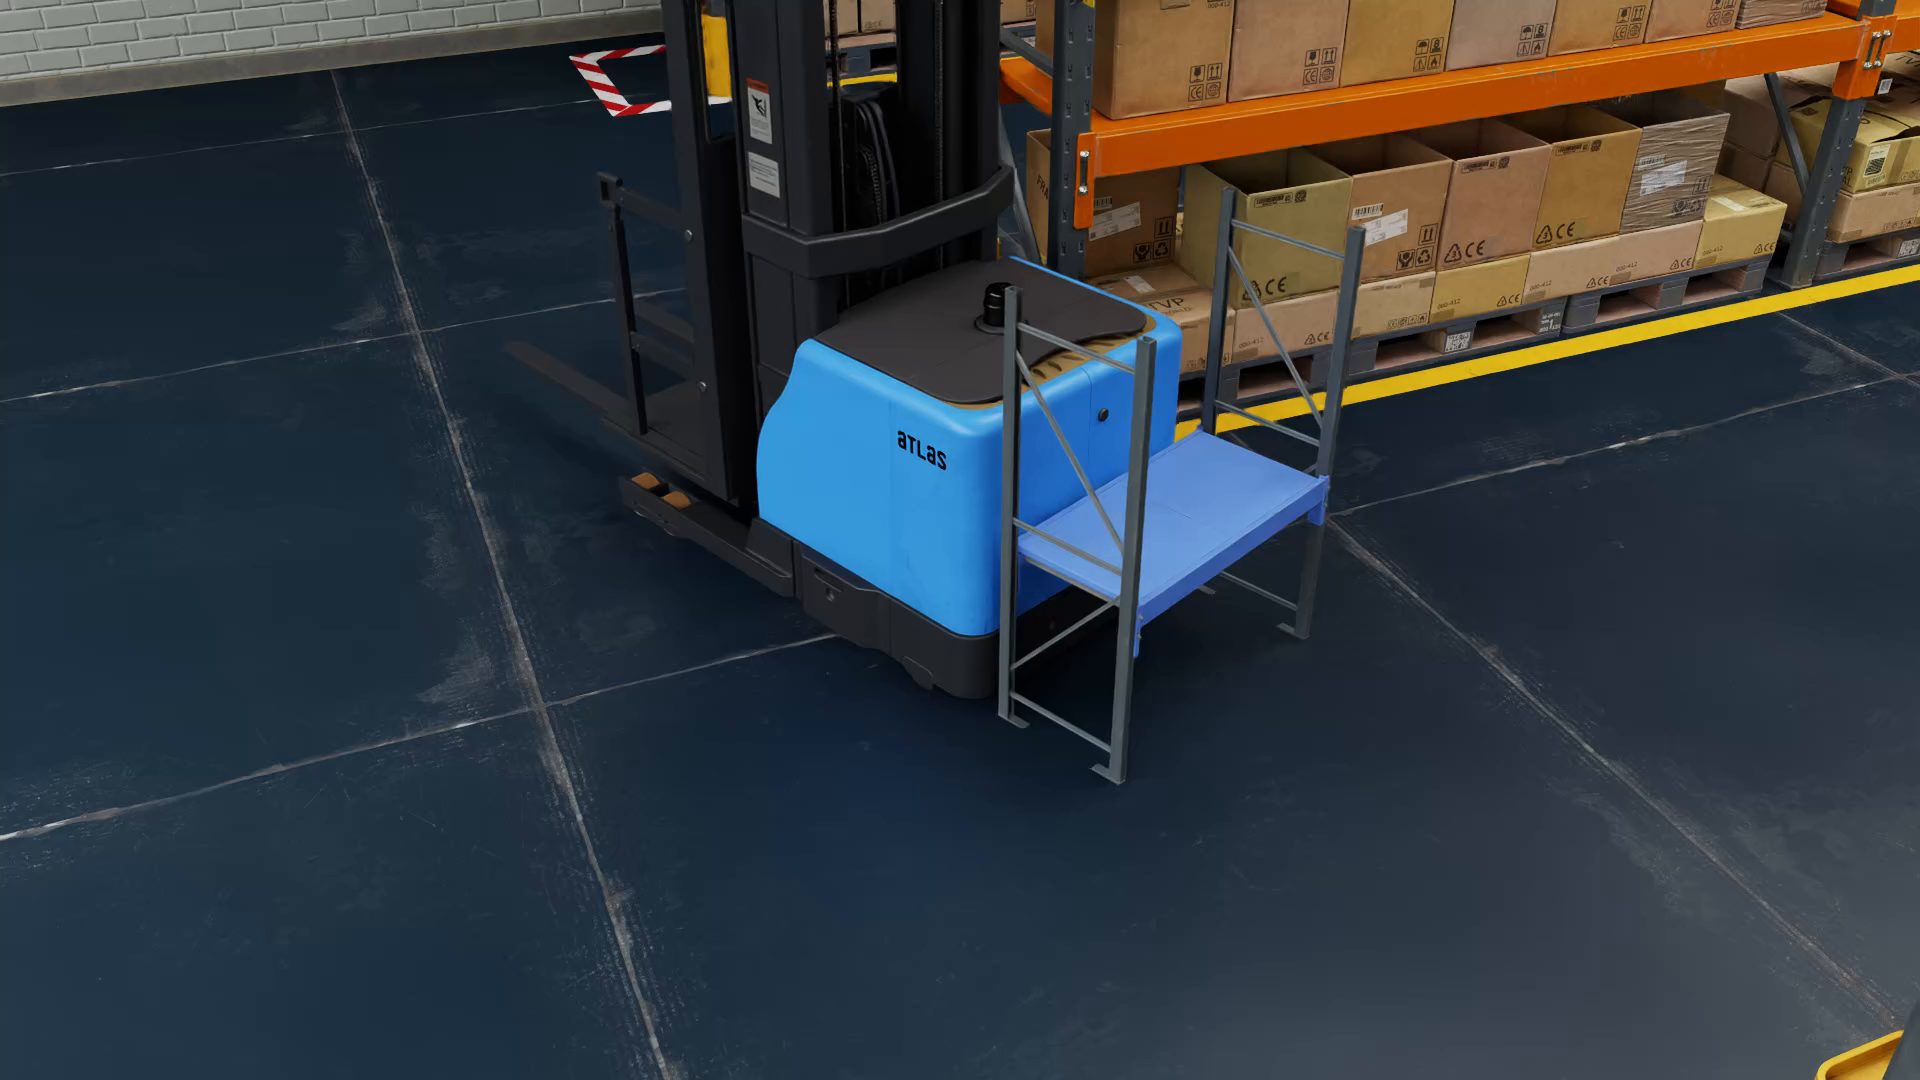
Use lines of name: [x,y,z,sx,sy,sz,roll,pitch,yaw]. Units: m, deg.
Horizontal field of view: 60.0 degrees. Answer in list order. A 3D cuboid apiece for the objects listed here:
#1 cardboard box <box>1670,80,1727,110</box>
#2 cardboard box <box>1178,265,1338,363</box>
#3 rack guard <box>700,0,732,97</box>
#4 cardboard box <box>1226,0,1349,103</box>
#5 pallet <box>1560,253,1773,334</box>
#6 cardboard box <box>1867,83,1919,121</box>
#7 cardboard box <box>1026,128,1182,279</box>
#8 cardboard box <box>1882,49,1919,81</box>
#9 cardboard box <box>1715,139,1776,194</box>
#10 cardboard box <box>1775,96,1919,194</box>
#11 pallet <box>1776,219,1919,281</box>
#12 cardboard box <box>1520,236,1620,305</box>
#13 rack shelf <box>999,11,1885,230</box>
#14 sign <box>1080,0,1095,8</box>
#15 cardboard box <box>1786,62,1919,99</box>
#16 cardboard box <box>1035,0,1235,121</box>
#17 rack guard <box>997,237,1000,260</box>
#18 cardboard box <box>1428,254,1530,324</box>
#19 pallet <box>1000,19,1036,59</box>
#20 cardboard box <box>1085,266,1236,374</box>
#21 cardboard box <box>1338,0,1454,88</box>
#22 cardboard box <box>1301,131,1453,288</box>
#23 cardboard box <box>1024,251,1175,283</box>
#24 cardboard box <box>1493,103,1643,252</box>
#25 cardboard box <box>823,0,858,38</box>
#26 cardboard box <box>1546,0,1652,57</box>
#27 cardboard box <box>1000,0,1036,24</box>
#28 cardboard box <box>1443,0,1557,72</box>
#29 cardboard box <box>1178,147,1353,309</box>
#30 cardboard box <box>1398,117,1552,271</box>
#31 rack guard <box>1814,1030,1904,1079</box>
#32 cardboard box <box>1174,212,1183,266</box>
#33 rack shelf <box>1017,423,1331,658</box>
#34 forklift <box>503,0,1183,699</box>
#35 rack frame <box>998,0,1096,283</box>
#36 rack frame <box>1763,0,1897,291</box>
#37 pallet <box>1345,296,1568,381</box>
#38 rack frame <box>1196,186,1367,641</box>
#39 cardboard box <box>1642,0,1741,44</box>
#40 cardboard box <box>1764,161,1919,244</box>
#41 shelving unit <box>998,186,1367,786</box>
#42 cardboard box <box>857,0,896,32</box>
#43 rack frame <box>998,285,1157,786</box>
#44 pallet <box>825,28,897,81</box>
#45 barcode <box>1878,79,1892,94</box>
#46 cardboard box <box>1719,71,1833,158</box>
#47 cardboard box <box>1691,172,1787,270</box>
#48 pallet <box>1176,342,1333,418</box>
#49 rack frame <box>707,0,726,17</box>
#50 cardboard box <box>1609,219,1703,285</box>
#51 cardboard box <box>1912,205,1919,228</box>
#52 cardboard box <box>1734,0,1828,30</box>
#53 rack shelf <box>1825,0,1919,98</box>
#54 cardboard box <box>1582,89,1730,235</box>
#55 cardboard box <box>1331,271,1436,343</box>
cardboard box: [3.374,-2.132,8.225,0.500,0.500,0.500,-13,35,-19]
cardboard box: [1.275,-1.022,7.207,0.500,0.250,0.500,-13,35,-19]
rack guard: [-1.616,-3.349,10.938,0.348,0.500,1.175,-13,35,-19]
cardboard box: [1.152,-2.137,6.693,0.500,0.500,0.700,-12,35,-18]
pallet: [3.173,-1.419,8.237,1.213,0.211,1.003,-13,35,-19]
cardboard box: [4.864,-2.058,8.285,0.500,0.311,0.500,-13,35,-19]
cardboard box: [0.614,-1.491,7.239,0.500,0.500,0.500,-13,35,-19]
cardboard box: [5.123,-2.440,8.872,0.500,0.311,0.500,-13,35,-19]
cardboard box: [4.193,-1.991,8.696,0.500,0.250,0.500,-13,35,-19]
cardboard box: [4.400,-1.955,8.126,0.500,0.311,0.500,-13,35,-19]
pallet: [4.587,-1.741,8.732,1.213,0.211,1.003,-13,35,-19]
cardboard box: [2.660,-1.337,7.690,0.500,0.250,0.500,-13,35,-19]
rack shelf: [2.079,-2.011,7.250,4.000,0.370,1.077,-13,35,-19]
sign: [0.444,-2.006,5.716,0.005,0.325,0.100,-13,35,-19]
cardboard box: [4.662,-2.336,8.712,0.500,0.311,0.500,-12,35,-18]
cardboard box: [0.670,-2.024,6.519,0.500,0.500,0.700,-13,35,-19]
rack guard: [0.212,-0.837,7.078,0.348,0.500,1.175,-13,35,-19]
cardboard box: [2.199,-1.231,7.527,0.500,0.250,0.500,-13,35,-19]
pallet: [0.269,-3.637,11.646,1.213,0.211,1.003,-13,35,-19]
cardboard box: [0.815,-0.915,7.042,0.500,0.250,0.500,-13,35,-19]
cardboard box: [1.612,-2.239,6.850,0.500,0.500,0.700,-13,35,-19]
cardboard box: [1.731,-1.448,7.173,0.500,0.500,0.500,-13,35,-19]
cardboard box: [0.615,-1.175,7.442,0.500,0.250,0.500,-13,35,-19]
cardboard box: [2.655,-1.657,7.496,0.500,0.500,0.500,-13,35,-19]
cardboard box: [-1.014,-3.539,11.000,0.500,0.311,0.500,-17,37,-24]
cardboard box: [2.568,-2.461,7.190,0.500,0.500,0.700,-12,35,-18]
cardboard box: [0.208,-3.868,11.333,0.500,0.500,0.700,-15,36,-22]
cardboard box: [2.096,-2.352,7.023,0.500,0.500,0.700,-12,35,-18]
cardboard box: [1.275,-1.336,7.001,0.500,0.500,0.500,-13,35,-19]
cardboard box: [2.199,-1.545,7.322,0.500,0.500,0.500,-13,35,-19]
rack guard: [2.201,1.610,3.318,0.348,0.500,1.175,-13,35,-19]
cardboard box: [1.071,-1.287,7.614,0.500,0.250,0.500,-13,35,-19]
rack shelf: [0.663,-0.027,5.246,0.538,0.185,1.000,27,42,35]
forklift: [-0.657,-1.420,5.745,1.130,2.935,3.031,-29,43,-36]
rack frame: [0.235,-1.890,6.405,0.127,3.000,1.000,-13,35,-19]
rack frame: [3.923,-2.735,7.702,0.127,3.000,1.000,-13,35,-19]
pallet: [2.047,-1.159,7.838,1.213,0.211,1.003,-13,35,-19]
rack frame: [1.009,-0.380,5.459,0.500,1.500,0.032,27,42,35]
cardboard box: [3.032,-2.565,7.350,0.500,0.500,0.700,-13,35,-19]
cardboard box: [4.390,-1.719,8.277,0.500,0.250,0.500,-14,35,-20]
shelving unit: [0.663,-0.177,5.147,0.538,1.500,1.048,27,42,35]
cardboard box: [-0.488,-3.659,11.185,0.500,0.311,0.500,-10,34,-15]
rack frame: [0.316,0.025,4.836,0.500,1.500,0.032,27,42,35]
pallet: [-0.854,-3.381,11.253,1.213,0.211,1.003,-13,35,-19]
barcode: [4.319,-2.118,7.763,0.075,0.075,0.001,-13,35,-19]
cardboard box: [4.185,-2.223,8.538,0.500,0.311,0.500,-13,35,-19]
cardboard box: [3.580,-1.550,8.018,0.500,0.250,0.500,-13,35,-19]
pallet: [0.923,-0.904,7.445,1.213,0.211,1.003,-13,35,-19]
rack frame: [-1.687,-4.380,10.232,0.127,3.000,1.000,-13,35,-19]
cardboard box: [3.115,-1.450,7.864,0.500,0.250,0.500,-13,35,-19]
cardboard box: [4.862,-1.826,8.442,0.500,0.250,0.500,-12,35,-18]
cardboard box: [3.516,-2.680,7.526,0.500,0.500,0.700,-14,36,-20]
rack shelf: [5.767,-2.855,8.548,4.000,0.370,1.077,-13,35,-19]
cardboard box: [3.114,-1.765,7.661,0.500,0.500,0.500,-13,35,-19]
cardboard box: [1.736,-1.128,7.369,0.500,0.250,0.500,-13,35,-19]
